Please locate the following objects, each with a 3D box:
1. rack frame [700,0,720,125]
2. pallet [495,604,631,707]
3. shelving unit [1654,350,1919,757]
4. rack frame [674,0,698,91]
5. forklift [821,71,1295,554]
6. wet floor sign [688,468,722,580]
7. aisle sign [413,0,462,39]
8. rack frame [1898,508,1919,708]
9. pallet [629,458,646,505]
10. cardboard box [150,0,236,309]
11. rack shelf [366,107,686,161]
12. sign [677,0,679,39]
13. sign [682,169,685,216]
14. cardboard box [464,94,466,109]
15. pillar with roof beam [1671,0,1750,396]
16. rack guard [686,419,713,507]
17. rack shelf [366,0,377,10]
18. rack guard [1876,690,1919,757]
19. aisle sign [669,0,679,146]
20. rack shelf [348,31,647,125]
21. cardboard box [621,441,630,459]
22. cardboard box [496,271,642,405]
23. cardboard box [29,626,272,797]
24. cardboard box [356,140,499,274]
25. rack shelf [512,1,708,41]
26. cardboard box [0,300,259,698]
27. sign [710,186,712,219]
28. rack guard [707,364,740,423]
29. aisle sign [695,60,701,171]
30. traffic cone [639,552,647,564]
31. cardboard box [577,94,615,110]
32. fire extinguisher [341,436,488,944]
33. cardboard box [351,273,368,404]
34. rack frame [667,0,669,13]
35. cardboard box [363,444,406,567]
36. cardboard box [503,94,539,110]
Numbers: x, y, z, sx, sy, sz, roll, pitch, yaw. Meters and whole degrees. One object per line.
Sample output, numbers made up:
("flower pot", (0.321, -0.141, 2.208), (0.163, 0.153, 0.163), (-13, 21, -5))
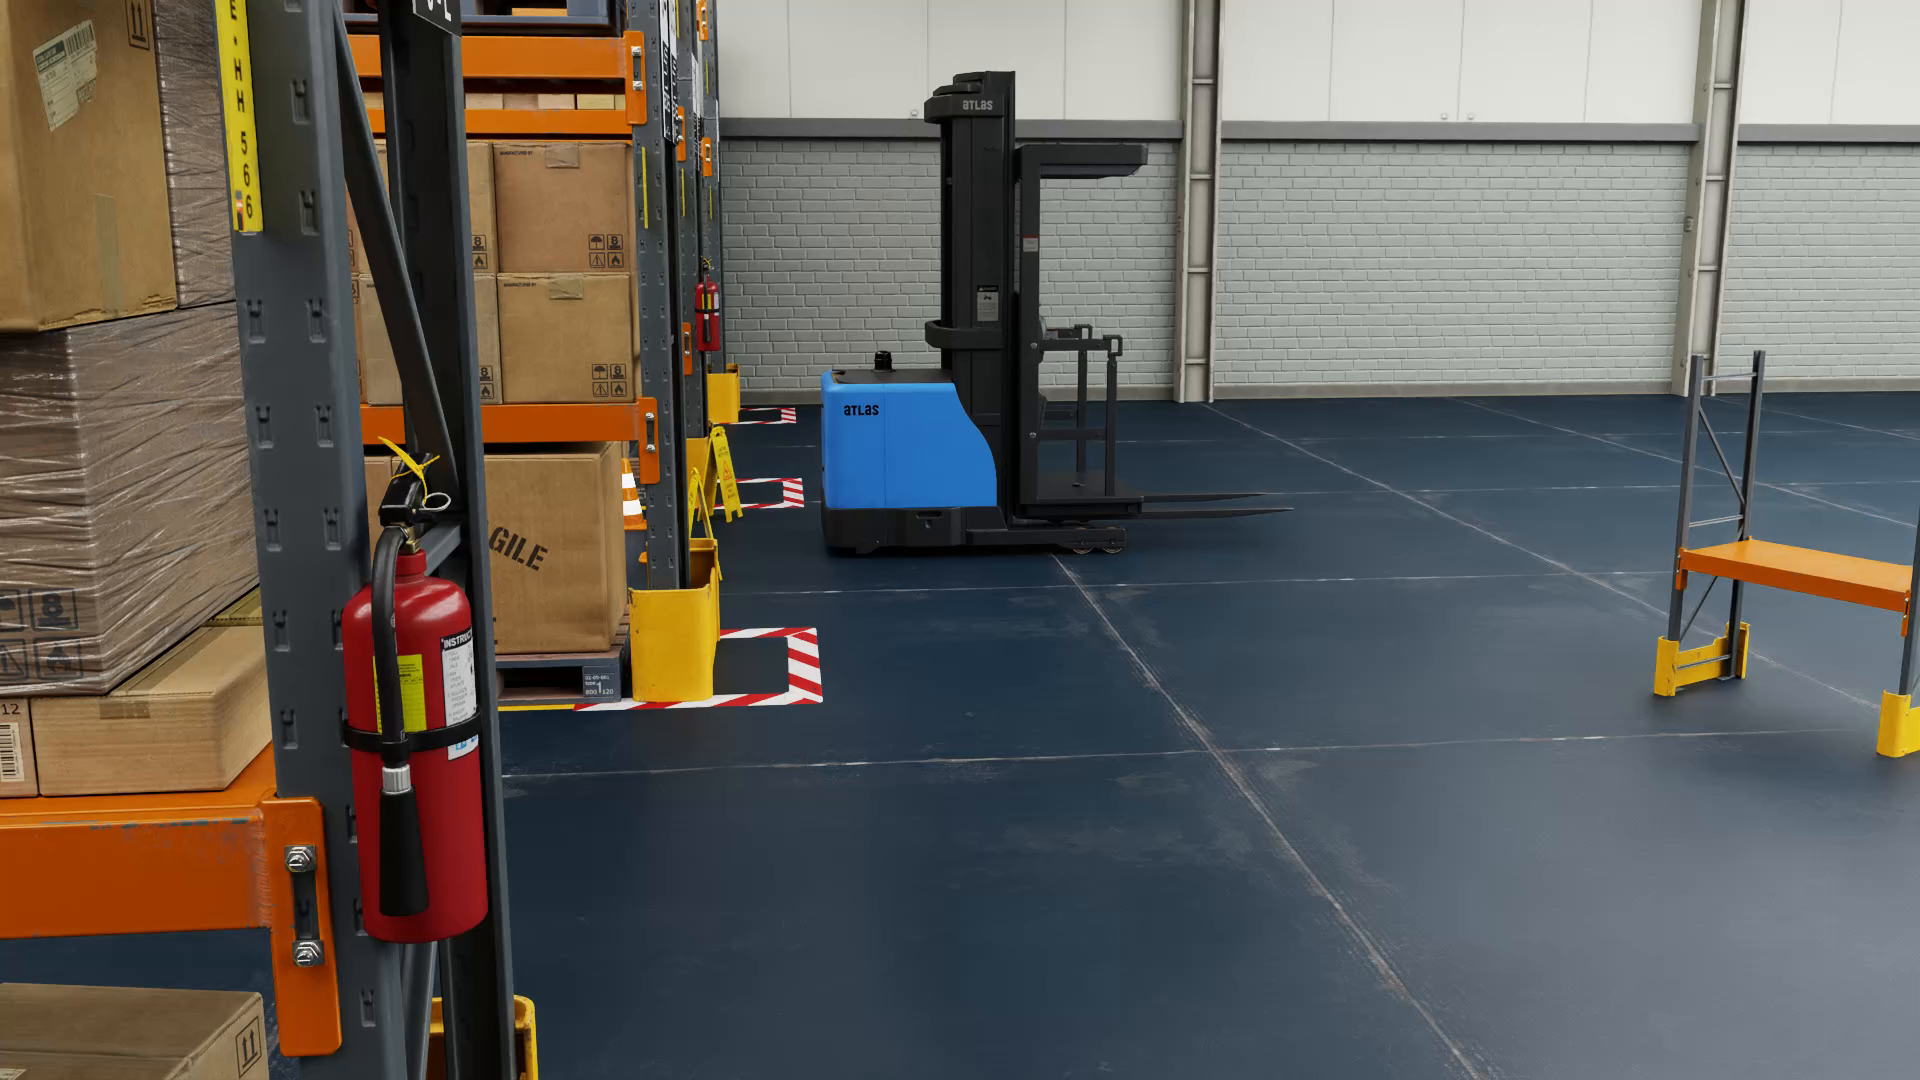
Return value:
("rack frame", (-2.522, -5.718, 16.624), (0.127, 3.000, 1.000), (-1, 11, -6))
("pallet", (-2.133, 0.525, 7.651), (1.213, 0.211, 1.003), (-1, 11, -6))
("shelving unit", (3.621, 0.001, 6.975), (0.587, 1.500, 1.083), (-7, 13, -32))
("rack frame", (-1.982, -4.766, 11.782), (0.127, 3.000, 1.000), (-1, 11, -6))
("forklift", (0.620, -1.451, 10.653), (3.031, 2.935, 1.130), (-1, 11, -6))
("wet floor sign", (-1.532, -0.100, 9.705), (0.232, 0.644, 0.267), (-3, 12, -16))
("aisle sign", (-0.883, -1.256, 2.742), (0.004, 0.787, 0.394), (-1, 11, -6))
("rack frame", (3.900, 0.085, 6.547), (0.500, 1.500, 0.032), (-7, 13, -32))
("pallet", (-2.869, -0.442, 12.570), (1.213, 0.211, 1.003), (-1, 11, -6))
("cardboard box", (-1.488, -0.648, 2.767), (0.500, 0.500, 0.500), (-1, 11, -6))
("rack shelf", (-3.970, -2.899, 11.929), (4.000, 0.370, 1.077), (-1, 11, -6))
("sign", (-1.942, -3.622, 11.443), (0.005, 0.325, 0.100), (-1, 11, -6))
("sign", (-1.942, -2.439, 11.675), (0.005, 0.325, 0.100), (-1, 11, -6))
("cardboard box", (-3.583, -3.088, 11.677), (0.250, 0.149, 0.380), (-2, 11, -8))
("pillar with roof beam", (9.083, -5.300, 14.501), (0.400, 9.000, 9.100), (-1, 11, -6))
("rack guard", (-2.058, -0.594, 12.594), (0.348, 0.500, 1.175), (-1, 11, -6))
("rack shelf", (-2.900, -0.999, 2.262), (4.000, 0.370, 1.077), (-1, 11, -6))
("rack guard", (3.890, 0.695, 6.684), (0.587, 0.250, 0.087), (-7, 13, -32))
("aisle sign", (-1.309, -2.210, 7.592), (0.004, 0.787, 0.394), (-1, 11, -6))
("rack shelf", (-3.335, -1.952, 7.111), (4.000, 0.370, 1.077), (-1, 11, -6))
("cardboard box", (-2.814, -0.715, 12.770), (0.500, 0.250, 0.500), (-1, 11, -7))
("cardboard box", (-1.711, -0.932, 7.445), (0.550, 0.550, 0.875), (-1, 11, -6))
("cardboard box", (-1.173, 0.247, 2.487), (0.250, 0.149, 0.380), (-1, 11, -6))
("cardboard box", (-2.257, -1.449, 7.275), (0.550, 0.550, 0.875), (-1, 11, -6))
("rack shelf", (-4.510, -5.127, 16.520), (4.000, 0.370, 1.077), (-1, 11, -6))
("cardboard box", (-1.462, -0.111, 2.624), (0.500, 0.500, 0.875), (-1, 11, -6))
("sign", (-2.477, -3.354, 16.537), (0.005, 0.325, 0.100), (-1, 11, -6))
("rack guard", (-2.498, -1.548, 17.446), (0.348, 0.500, 1.175), (-1, 11, -6))
("aisle sign", (-1.954, -3.159, 12.419), (0.004, 0.787, 0.394), (-1, 11, -6))
("traffic cone", (-1.812, -0.115, 10.255), (0.334, 0.463, 0.336), (-1, 11, -6))
("cardboard box", (-2.550, -3.098, 11.727), (0.250, 0.149, 0.380), (-1, 11, -6))
("fire extinguisher", (-0.748, 0.202, 2.264), (0.183, 0.674, 0.296), (-1, 11, -6))
("cardboard box", (-2.826, -0.929, 7.429), (0.550, 0.550, 0.875), (-1, 11, -6))
("rack frame", (-1.347, -3.819, 6.964), (0.127, 3.000, 1.000), (-1, 11, -6))
("cardboard box", (-2.889, 0.007, 7.476), (0.875, 0.875, 0.875), (-1, 11, -7))
("cardboard box", (-3.077, -3.107, 11.770), (0.250, 0.149, 0.380), (-1, 11, -6))
